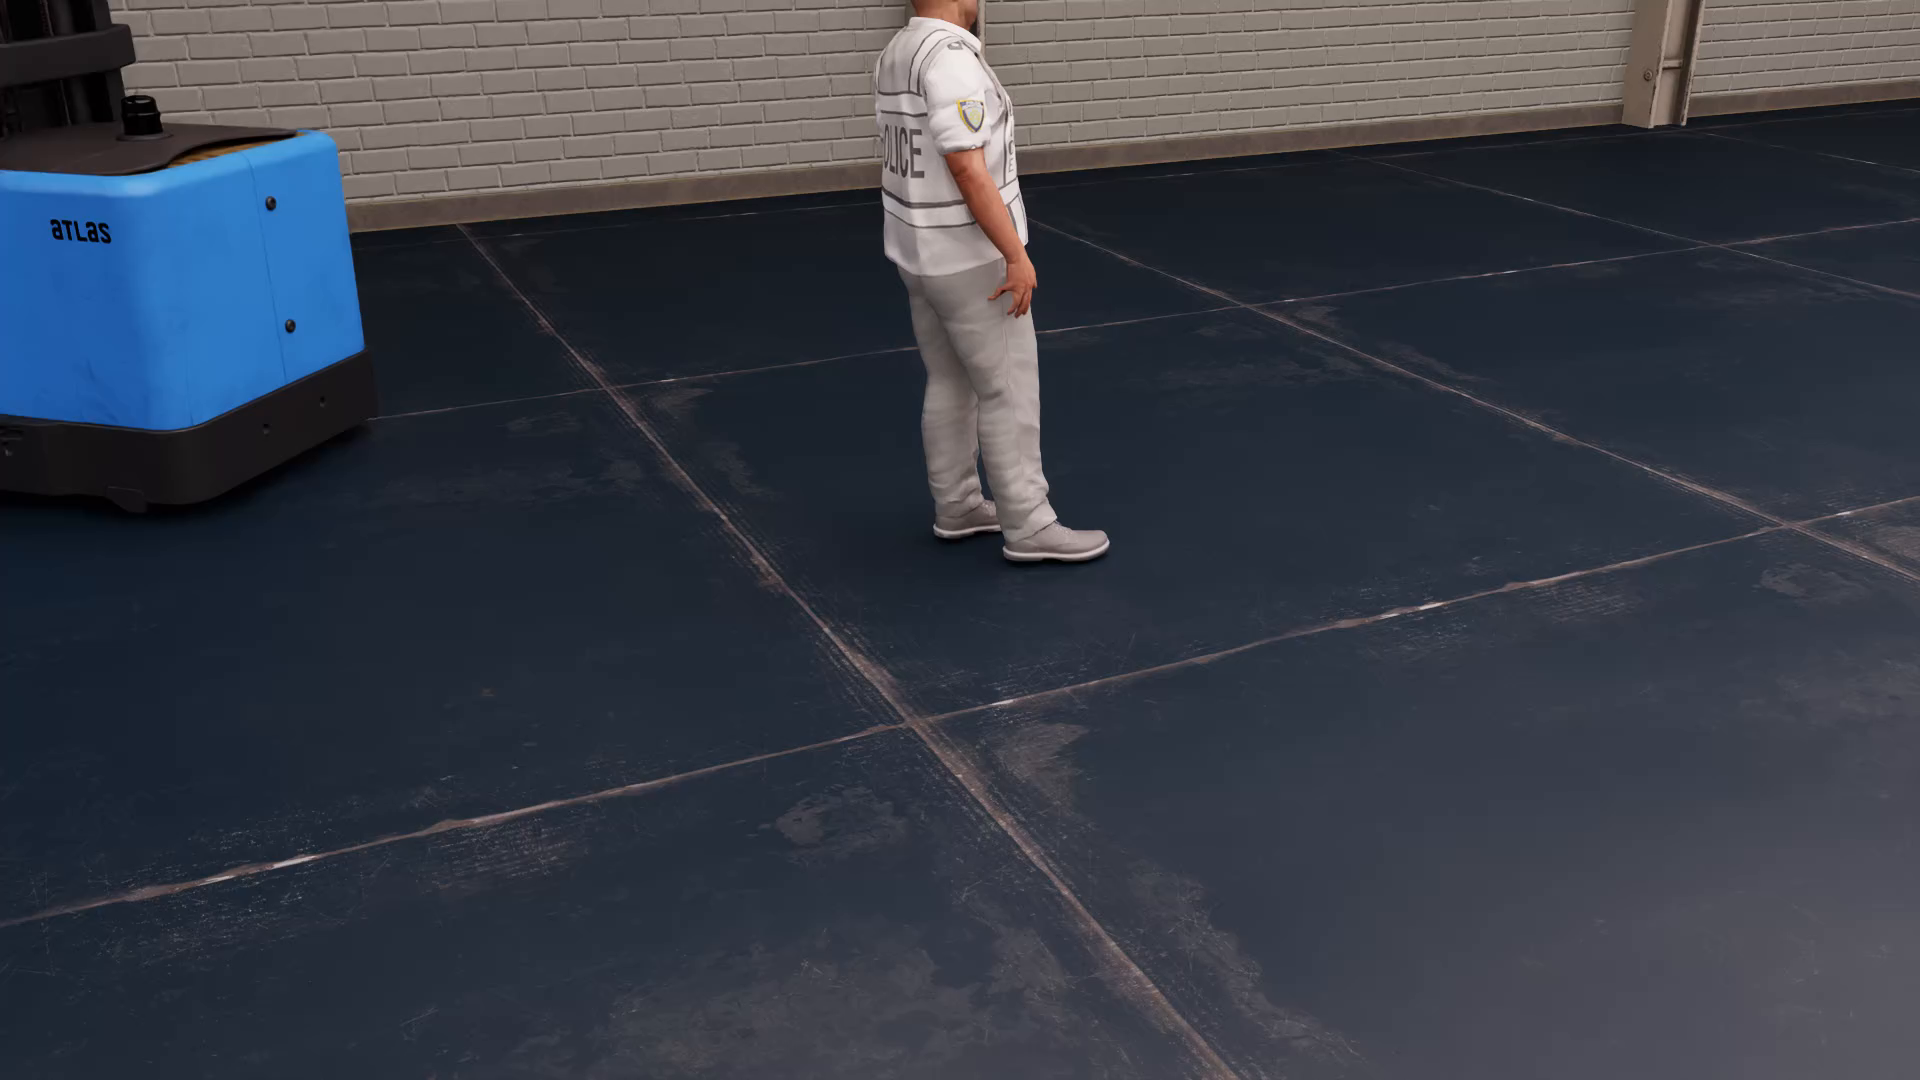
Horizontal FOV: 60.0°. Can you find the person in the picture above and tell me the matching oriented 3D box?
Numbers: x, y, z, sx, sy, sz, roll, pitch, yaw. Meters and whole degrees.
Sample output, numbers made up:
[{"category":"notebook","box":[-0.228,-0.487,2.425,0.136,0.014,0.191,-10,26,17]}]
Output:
[{"category":"person","box":[0.076,-0.839,4.783,0.574,1.781,0.641,-10,25,-23]}]

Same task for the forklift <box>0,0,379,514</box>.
[{"category":"forklift","box":[-3.684,-1.739,5.472,3.031,2.935,1.130,6,23,15]}]
